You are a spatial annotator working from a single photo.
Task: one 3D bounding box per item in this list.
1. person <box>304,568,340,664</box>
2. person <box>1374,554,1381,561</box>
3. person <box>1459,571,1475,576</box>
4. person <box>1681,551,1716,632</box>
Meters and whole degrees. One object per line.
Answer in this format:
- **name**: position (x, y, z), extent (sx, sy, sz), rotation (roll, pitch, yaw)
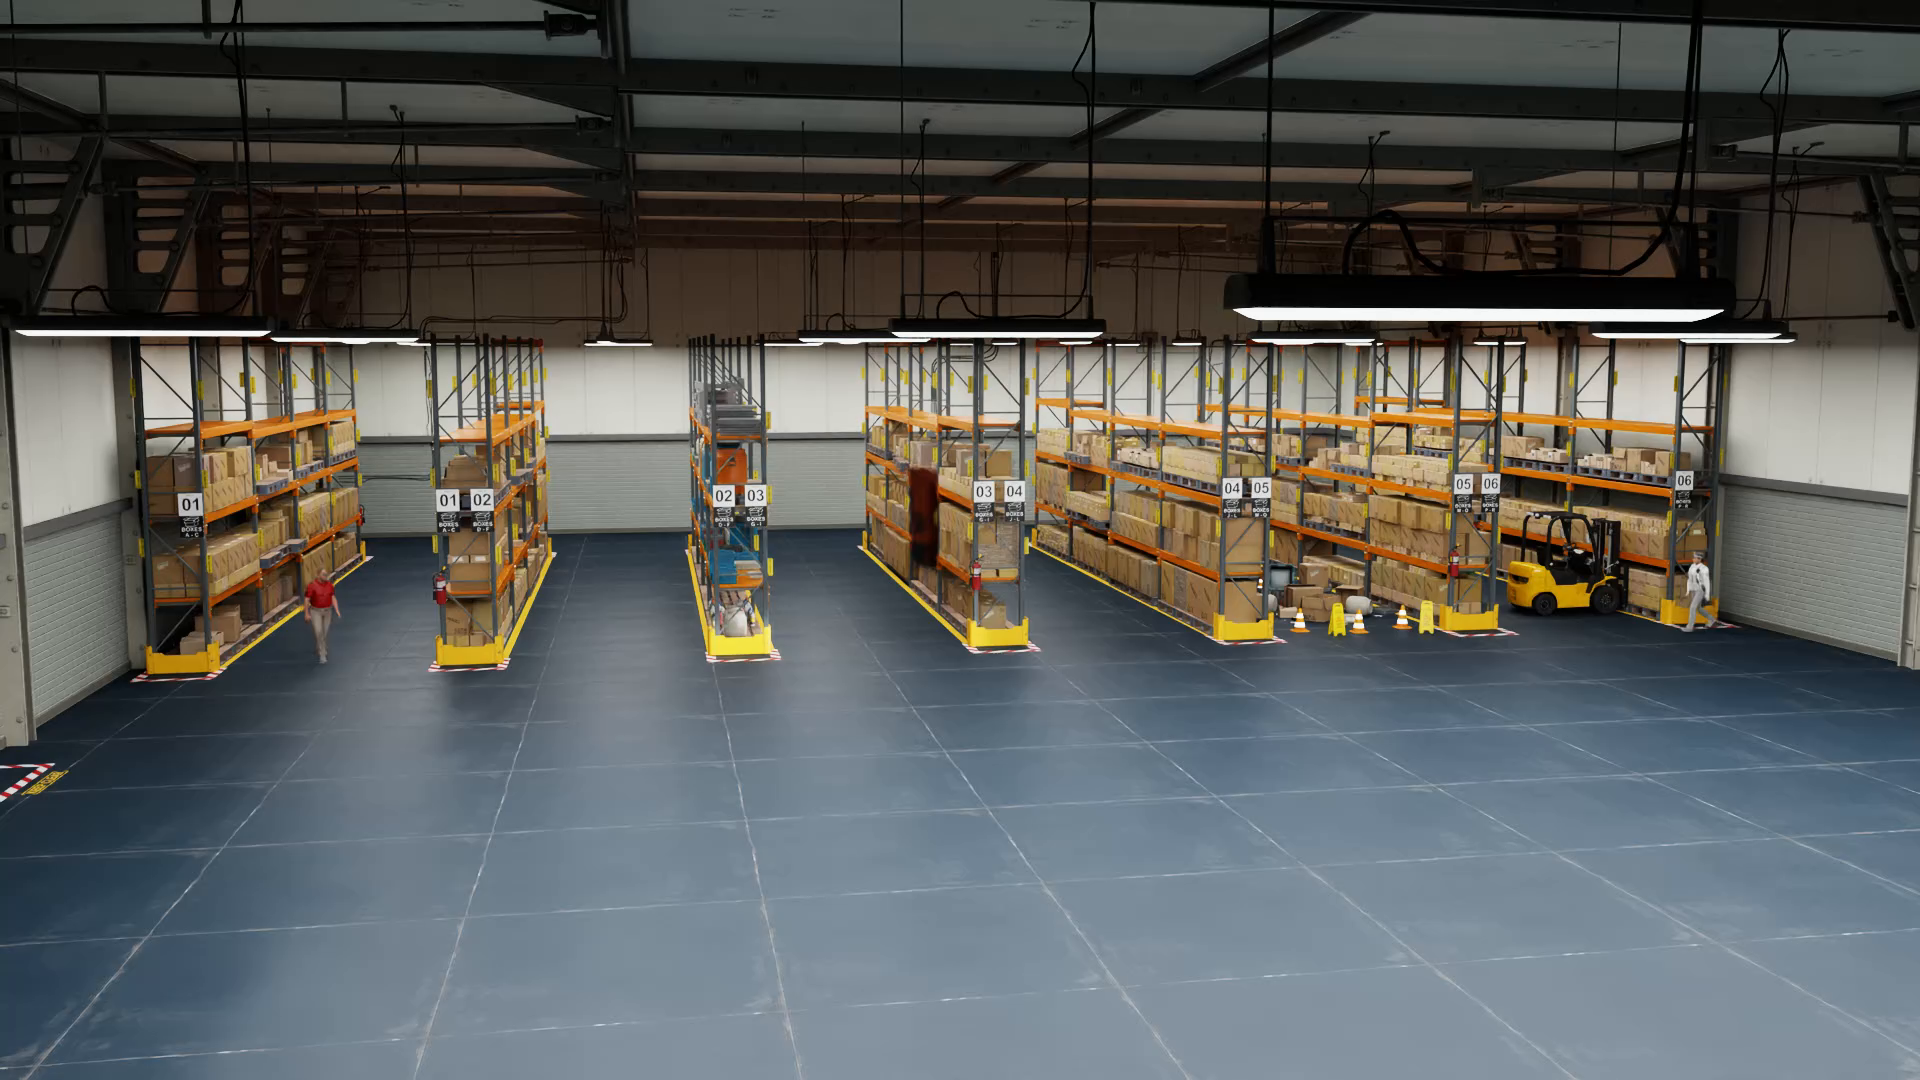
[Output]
- **person**: position (-11.801, 1.369, 30.740), extent (0.615, 1.727, 0.935), rotation (-6, 9, -42)
- **person**: position (10.731, 0.062, 41.821), extent (0.632, 1.808, 0.468), rotation (-4, 8, -34)
- **person**: position (11.660, 0.483, 38.209), extent (0.502, 1.822, 0.548), rotation (-2, 7, -16)
- **person**: position (15.031, 1.029, 33.777), extent (0.933, 1.640, 0.508), rotation (-2, 7, -17)
